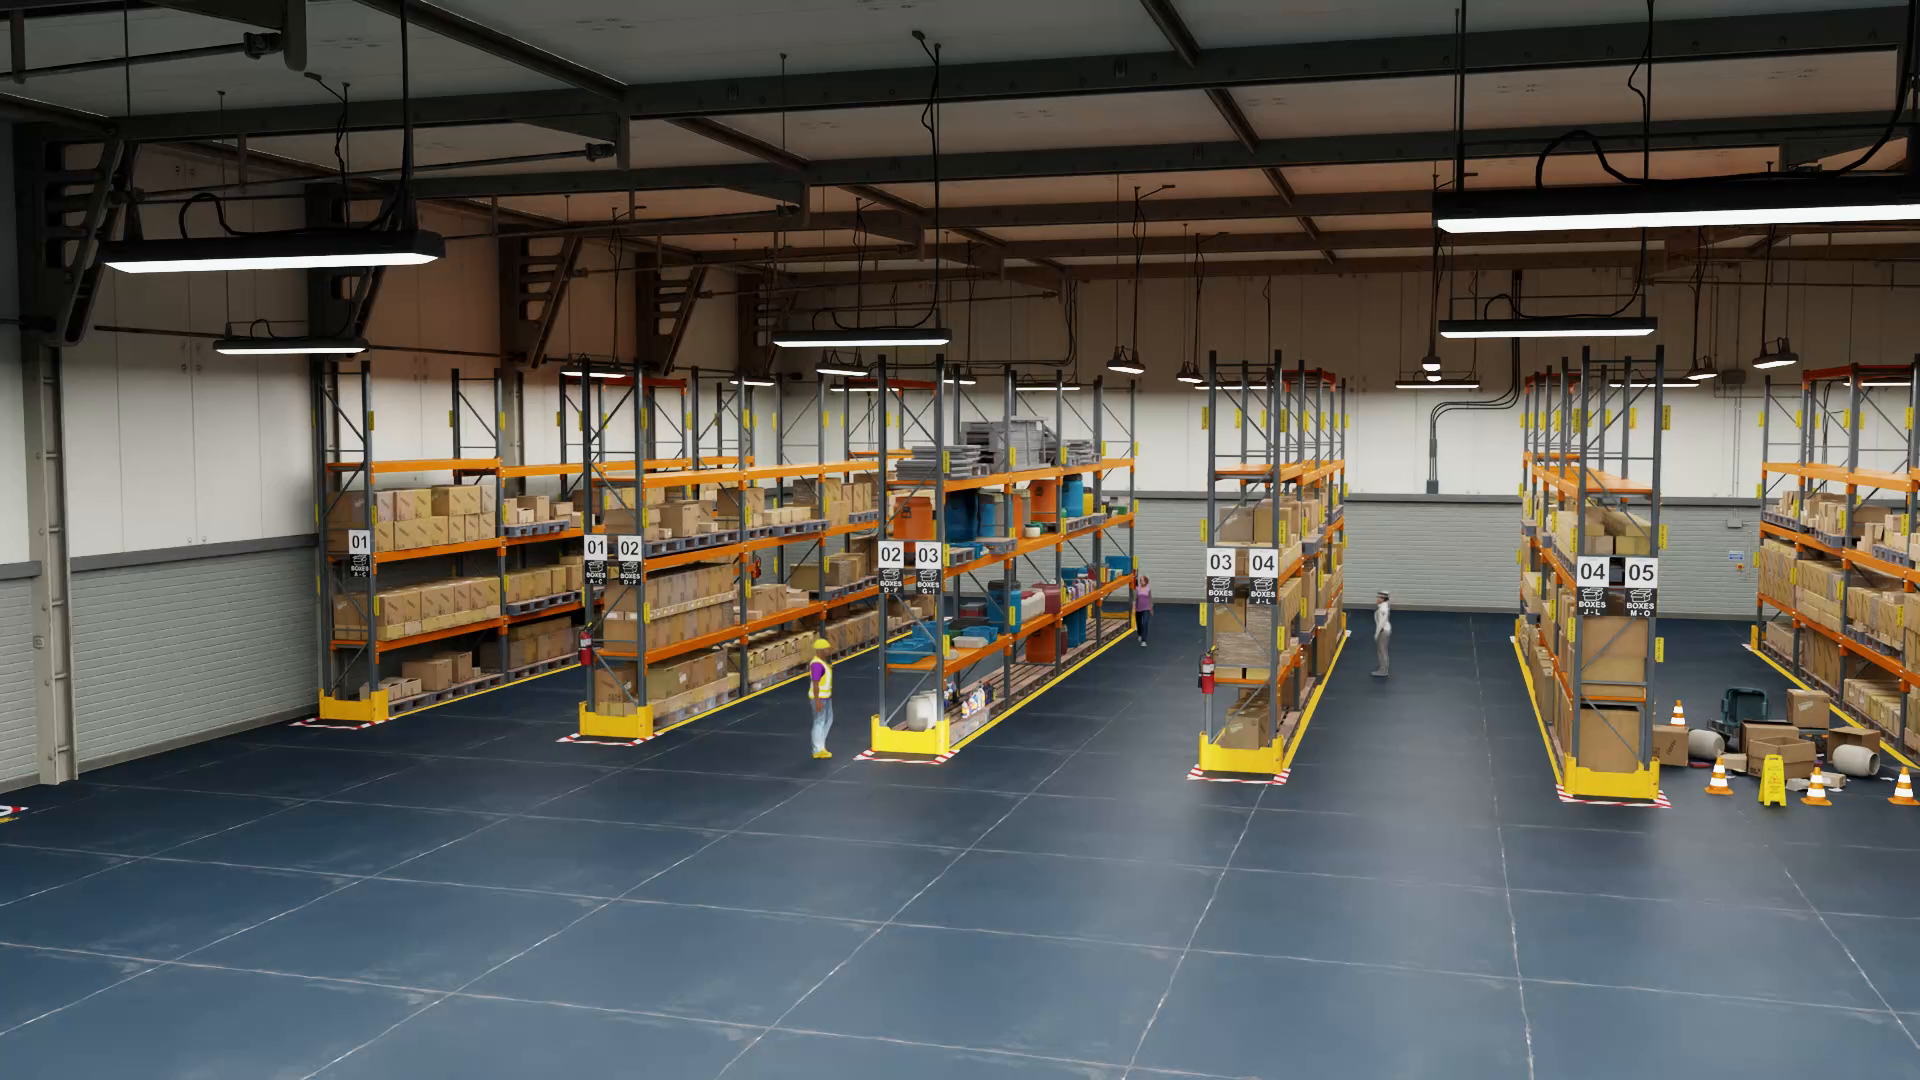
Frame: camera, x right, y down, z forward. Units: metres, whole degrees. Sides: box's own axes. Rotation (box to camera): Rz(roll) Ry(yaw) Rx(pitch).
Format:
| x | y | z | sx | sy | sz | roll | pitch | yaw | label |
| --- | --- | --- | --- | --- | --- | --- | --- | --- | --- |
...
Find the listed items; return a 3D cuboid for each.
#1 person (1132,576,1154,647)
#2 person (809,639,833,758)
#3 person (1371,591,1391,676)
| x | y | z | sx | sy | sz | roll | pitch | yaw | label |
| --- | --- | --- | --- | --- | --- | --- | --- | --- | --- |
| 4.085 | 1.566 | 37.121 | 0.467 | 1.555 | 0.823 | 1 | 4 | 9 | person |
| -2.069 | 2.375 | 24.763 | 0.355 | 1.806 | 0.666 | 0 | 4 | 6 | person |
| 8.266 | 1.830 | 32.620 | 0.365 | 1.682 | 0.492 | 1 | 4 | 18 | person |
